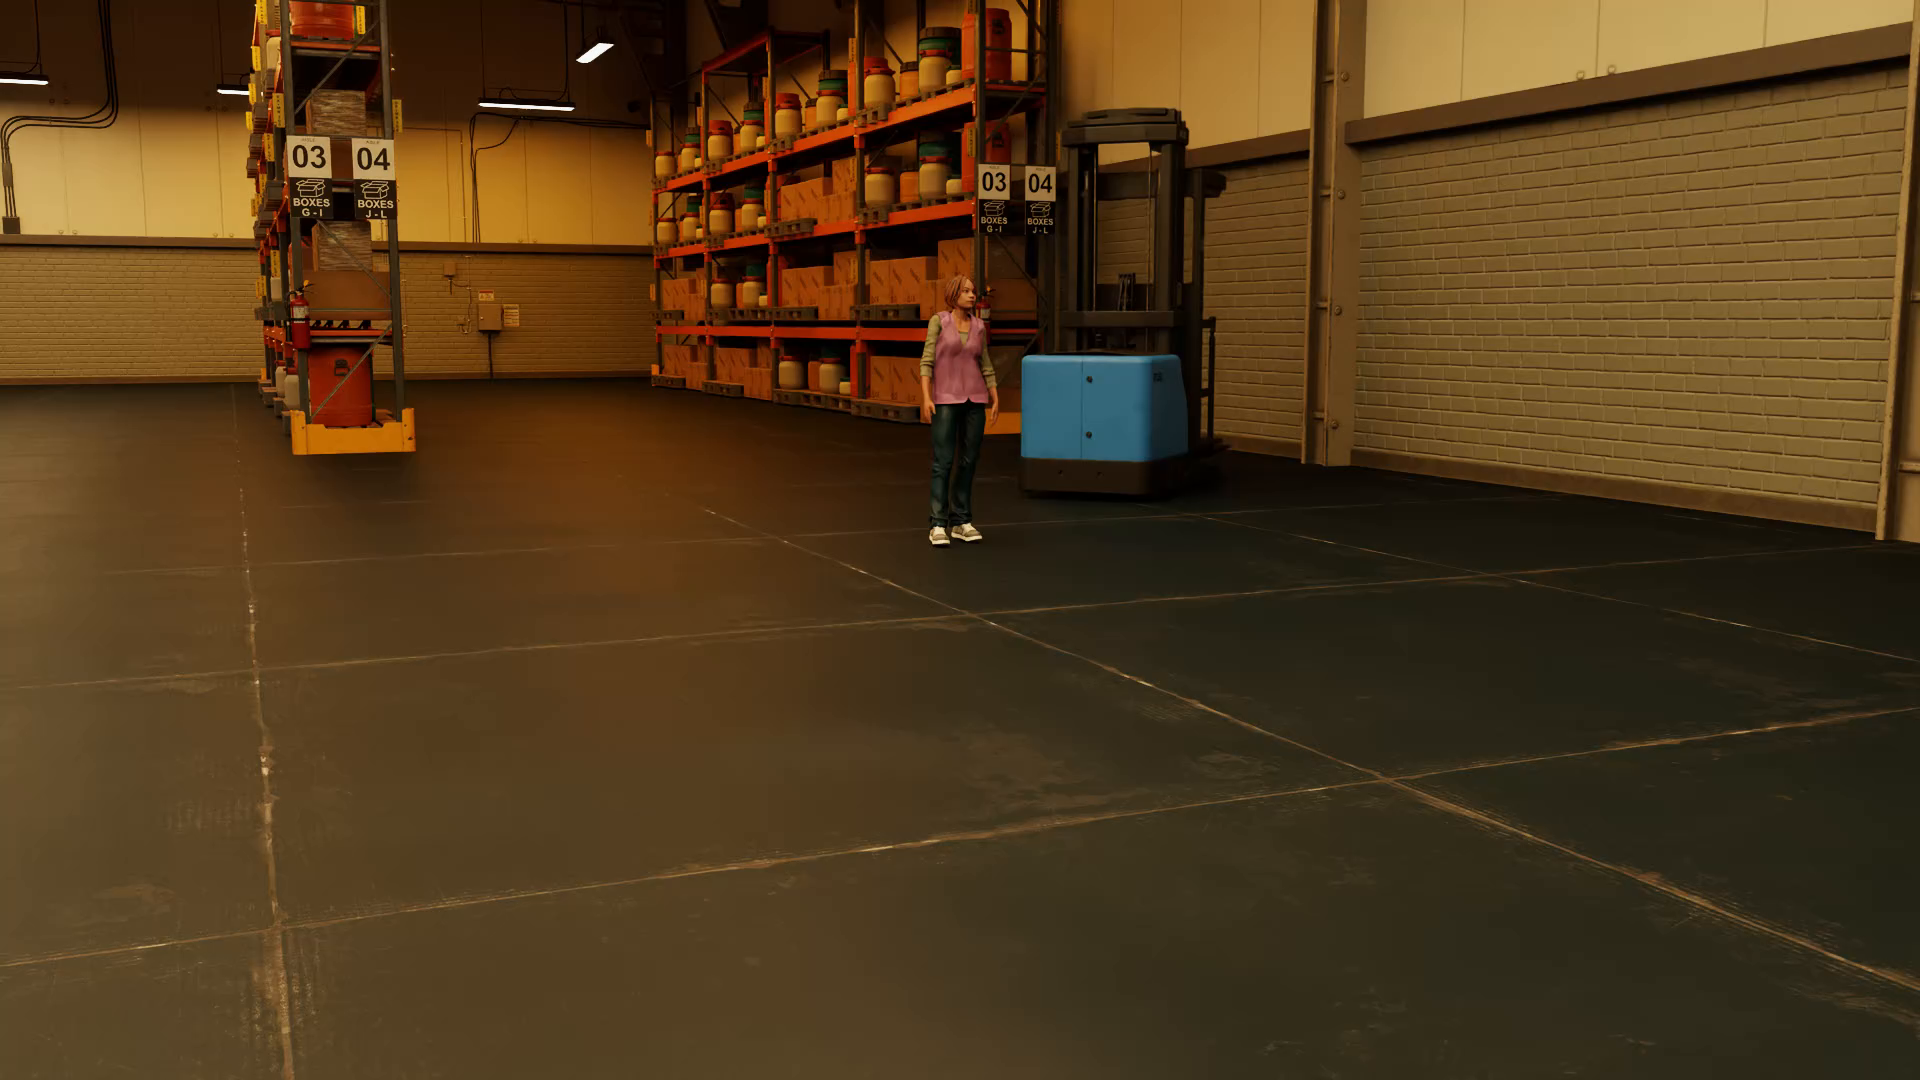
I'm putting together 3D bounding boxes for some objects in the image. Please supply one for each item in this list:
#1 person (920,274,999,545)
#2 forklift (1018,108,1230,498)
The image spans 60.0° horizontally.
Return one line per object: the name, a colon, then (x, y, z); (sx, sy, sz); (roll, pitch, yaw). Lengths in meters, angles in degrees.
person: (0.016, -0.790, 9.976); (0.519, 1.598, 0.475); (-3, 8, -23)
forklift: (1.497, -1.915, 13.465); (1.130, 2.935, 3.031); (3, 8, 23)
